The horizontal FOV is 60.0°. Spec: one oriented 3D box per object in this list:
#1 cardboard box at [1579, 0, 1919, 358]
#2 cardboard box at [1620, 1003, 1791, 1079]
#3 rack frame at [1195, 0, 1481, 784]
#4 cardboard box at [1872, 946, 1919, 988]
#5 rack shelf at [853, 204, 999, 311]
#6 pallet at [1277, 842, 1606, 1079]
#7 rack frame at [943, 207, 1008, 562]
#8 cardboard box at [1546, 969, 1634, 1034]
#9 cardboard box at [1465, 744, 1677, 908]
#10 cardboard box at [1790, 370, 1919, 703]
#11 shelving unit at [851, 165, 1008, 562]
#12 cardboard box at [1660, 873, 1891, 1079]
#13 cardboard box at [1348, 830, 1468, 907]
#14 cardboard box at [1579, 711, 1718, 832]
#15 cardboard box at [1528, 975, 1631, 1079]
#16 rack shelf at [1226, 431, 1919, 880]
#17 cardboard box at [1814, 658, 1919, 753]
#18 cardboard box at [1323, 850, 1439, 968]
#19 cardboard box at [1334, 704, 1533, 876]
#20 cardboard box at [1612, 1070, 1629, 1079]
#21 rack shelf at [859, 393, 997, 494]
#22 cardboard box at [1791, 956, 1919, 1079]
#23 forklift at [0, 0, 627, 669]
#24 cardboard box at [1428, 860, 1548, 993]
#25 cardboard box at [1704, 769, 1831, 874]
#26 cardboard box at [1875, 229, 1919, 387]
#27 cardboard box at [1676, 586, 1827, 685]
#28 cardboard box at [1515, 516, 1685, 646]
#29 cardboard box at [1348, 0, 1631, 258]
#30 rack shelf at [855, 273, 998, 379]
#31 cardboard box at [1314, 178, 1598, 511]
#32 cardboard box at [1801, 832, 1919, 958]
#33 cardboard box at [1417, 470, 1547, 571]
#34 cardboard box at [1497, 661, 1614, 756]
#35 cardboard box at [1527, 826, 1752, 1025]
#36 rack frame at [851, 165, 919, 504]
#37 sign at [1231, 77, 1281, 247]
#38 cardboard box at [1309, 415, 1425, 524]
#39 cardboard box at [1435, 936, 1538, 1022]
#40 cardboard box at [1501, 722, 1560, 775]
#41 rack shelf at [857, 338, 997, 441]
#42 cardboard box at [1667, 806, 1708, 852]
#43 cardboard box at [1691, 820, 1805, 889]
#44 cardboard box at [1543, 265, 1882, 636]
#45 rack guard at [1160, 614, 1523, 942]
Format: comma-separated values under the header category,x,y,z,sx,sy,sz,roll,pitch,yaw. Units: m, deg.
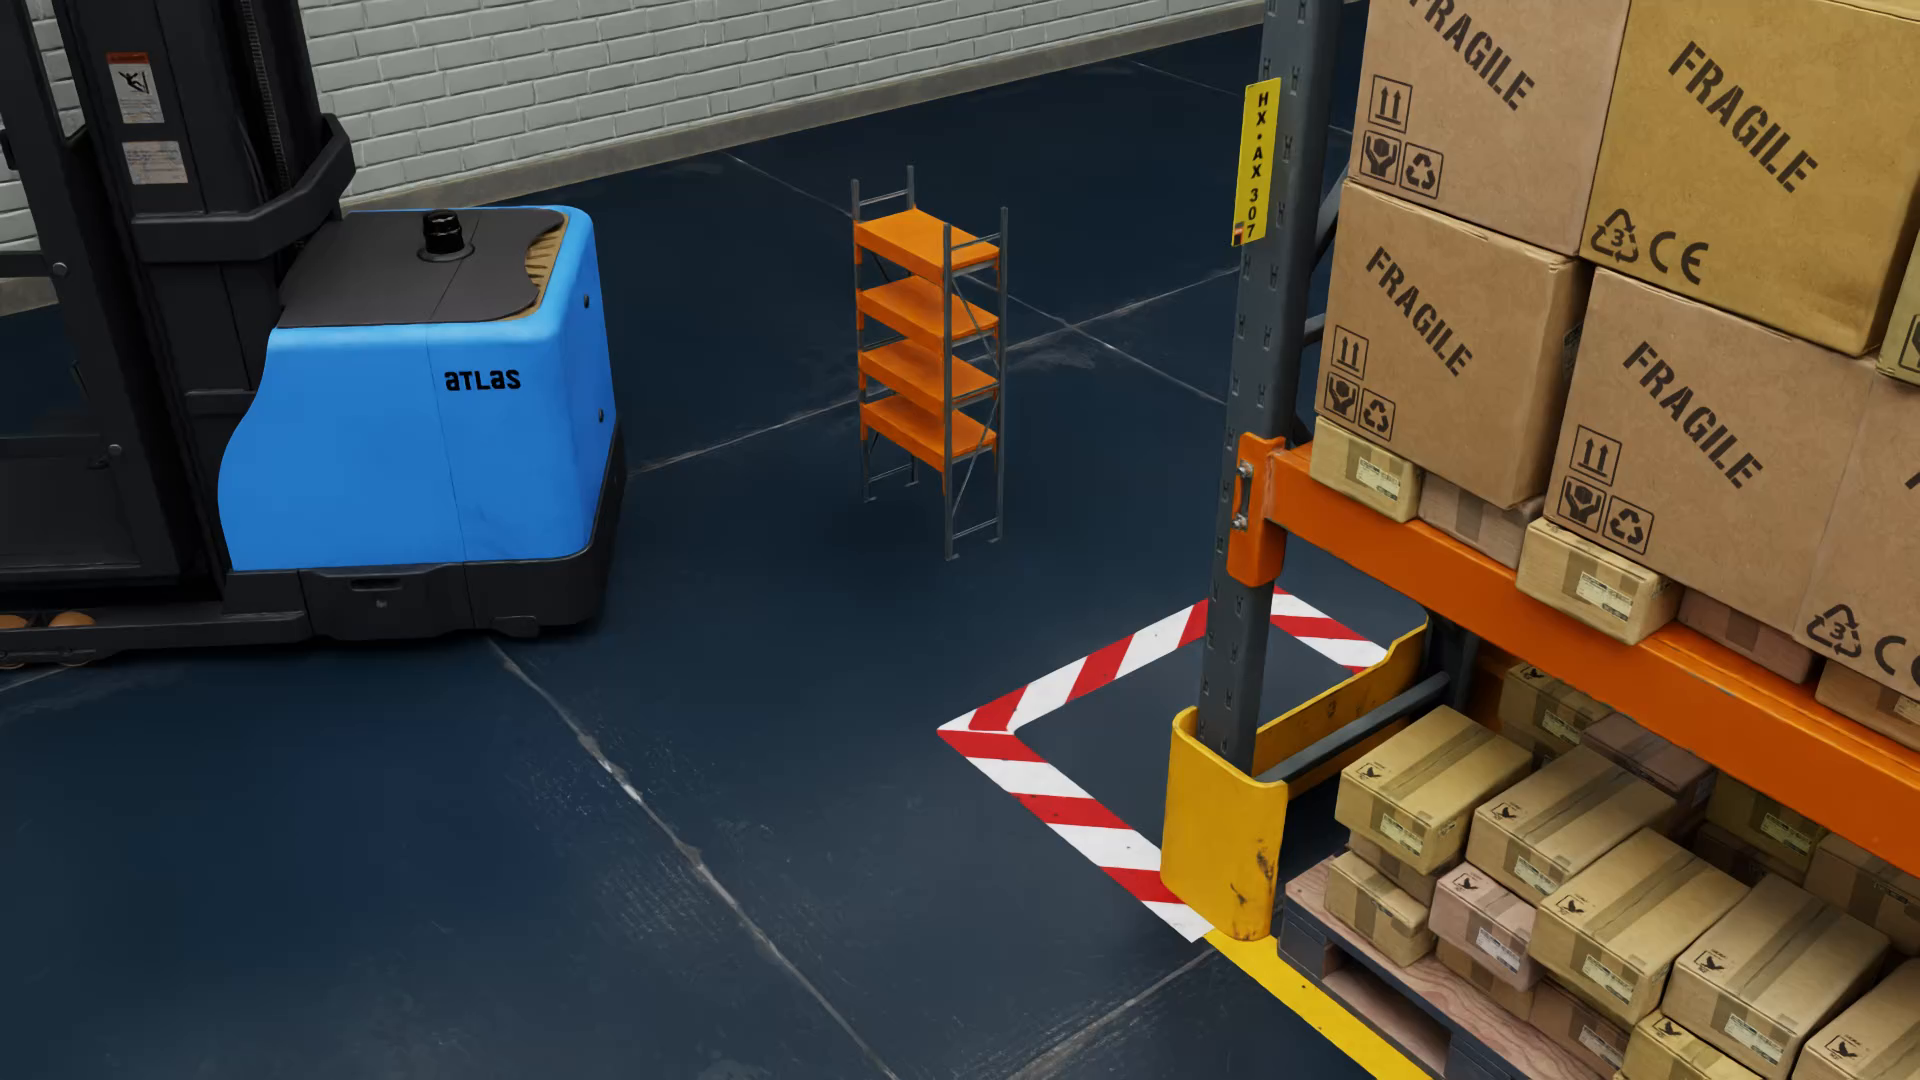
category,x,y,z,sx,sy,sz,roll,pitch,yaw
cardboard box,1.395,-0.664,2.652,0.500,0.500,0.500,-21,38,-30
cardboard box,1.549,1.004,3.313,0.380,0.149,0.250,-21,38,-30
rack frame,1.015,-0.552,3.795,1.000,3.000,0.127,-22,38,-31
cardboard box,1.968,0.843,3.571,0.380,0.149,0.250,-23,38,-32
rack shelf,-0.101,-0.913,5.337,0.258,0.148,0.480,-22,38,-31
pallet,1.532,1.015,3.916,1.003,0.211,1.213,-22,38,-31
rack frame,0.048,-0.477,5.381,0.240,1.200,0.015,-22,38,-31
cardboard box,1.477,0.862,3.542,0.380,0.149,0.250,-22,38,-31
cardboard box,1.332,0.632,3.629,0.380,0.149,0.250,-22,38,-31
cardboard box,1.711,-0.021,2.564,0.500,0.500,0.500,-22,38,-31
shelving unit,-0.101,-0.579,5.545,0.258,1.200,0.503,-22,38,-31
cardboard box,1.603,0.855,3.270,0.380,0.149,0.250,-24,39,-34
cardboard box,1.134,0.656,3.873,0.380,0.149,0.250,-21,37,-29
cardboard box,1.649,0.490,3.858,0.380,0.149,0.250,-21,38,-30
cardboard box,1.467,0.987,3.622,0.380,0.149,0.250,-22,38,-31
rack shelf,2.242,0.587,2.643,1.077,0.370,4.000,-22,38,-31
cardboard box,1.681,0.203,2.819,0.380,0.149,0.250,-23,38,-32
cardboard box,1.084,0.803,3.918,0.380,0.149,0.250,-21,38,-30
cardboard box,1.068,0.556,3.751,0.380,0.149,0.250,-24,39,-33
cardboard box,1.537,1.129,3.394,0.380,0.149,0.250,-22,38,-31
rack shelf,-0.102,-0.353,5.685,0.258,0.148,0.480,-22,38,-31
cardboard box,1.766,0.974,3.079,0.380,0.149,0.250,-21,37,-30
forklift,-2.679,-1.138,4.805,3.031,2.935,1.130,-2,32,-4
cardboard box,1.257,0.788,3.660,0.380,0.149,0.250,-22,38,-32
cardboard box,1.908,0.557,3.750,0.380,0.149,0.250,-23,39,-32
cardboard box,1.697,-0.440,2.291,0.500,0.500,0.500,-23,39,-32
cardboard box,1.534,0.082,3.013,0.380,0.149,0.250,-20,37,-29
cardboard box,1.266,0.018,3.116,0.380,0.149,0.250,-23,39,-33
cardboard box,1.081,-0.872,2.987,0.500,0.500,0.500,-23,38,-32
rack shelf,-0.101,-0.712,5.462,0.258,0.148,0.480,-22,38,-31
cardboard box,1.072,-0.444,3.245,0.500,0.500,0.500,-20,37,-29
cardboard box,2.017,0.685,3.544,0.380,0.149,0.250,-24,39,-33
cardboard box,1.144,-0.111,3.324,0.380,0.149,0.250,-21,37,-30
cardboard box,1.540,0.367,4.056,0.380,0.149,0.250,-22,38,-31
cardboard box,1.386,0.779,3.393,0.380,0.149,0.250,-22,38,-32
rack frame,-0.251,-0.680,5.708,0.240,1.200,0.015,-22,38,-31
sign,0.587,-0.744,3.284,0.100,0.325,0.005,-22,38,-31
cardboard box,0.955,-0.204,3.473,0.380,0.149,0.250,-23,38,-32
cardboard box,1.309,0.885,3.785,0.380,0.149,0.250,-22,38,-32
cardboard box,1.564,0.482,4.153,0.380,0.149,0.250,-23,39,-33
rack shelf,-0.101,-0.522,5.580,0.258,0.148,0.480,-22,38,-31
cardboard box,1.682,0.609,3.949,0.380,0.149,0.250,-23,39,-32
cardboard box,1.884,0.698,3.805,0.380,0.149,0.250,-24,39,-33
cardboard box,1.421,-0.229,2.899,0.500,0.500,0.500,-22,38,-31
rack guard,1.062,0.542,4.404,1.175,0.500,0.348,-22,38,-31
